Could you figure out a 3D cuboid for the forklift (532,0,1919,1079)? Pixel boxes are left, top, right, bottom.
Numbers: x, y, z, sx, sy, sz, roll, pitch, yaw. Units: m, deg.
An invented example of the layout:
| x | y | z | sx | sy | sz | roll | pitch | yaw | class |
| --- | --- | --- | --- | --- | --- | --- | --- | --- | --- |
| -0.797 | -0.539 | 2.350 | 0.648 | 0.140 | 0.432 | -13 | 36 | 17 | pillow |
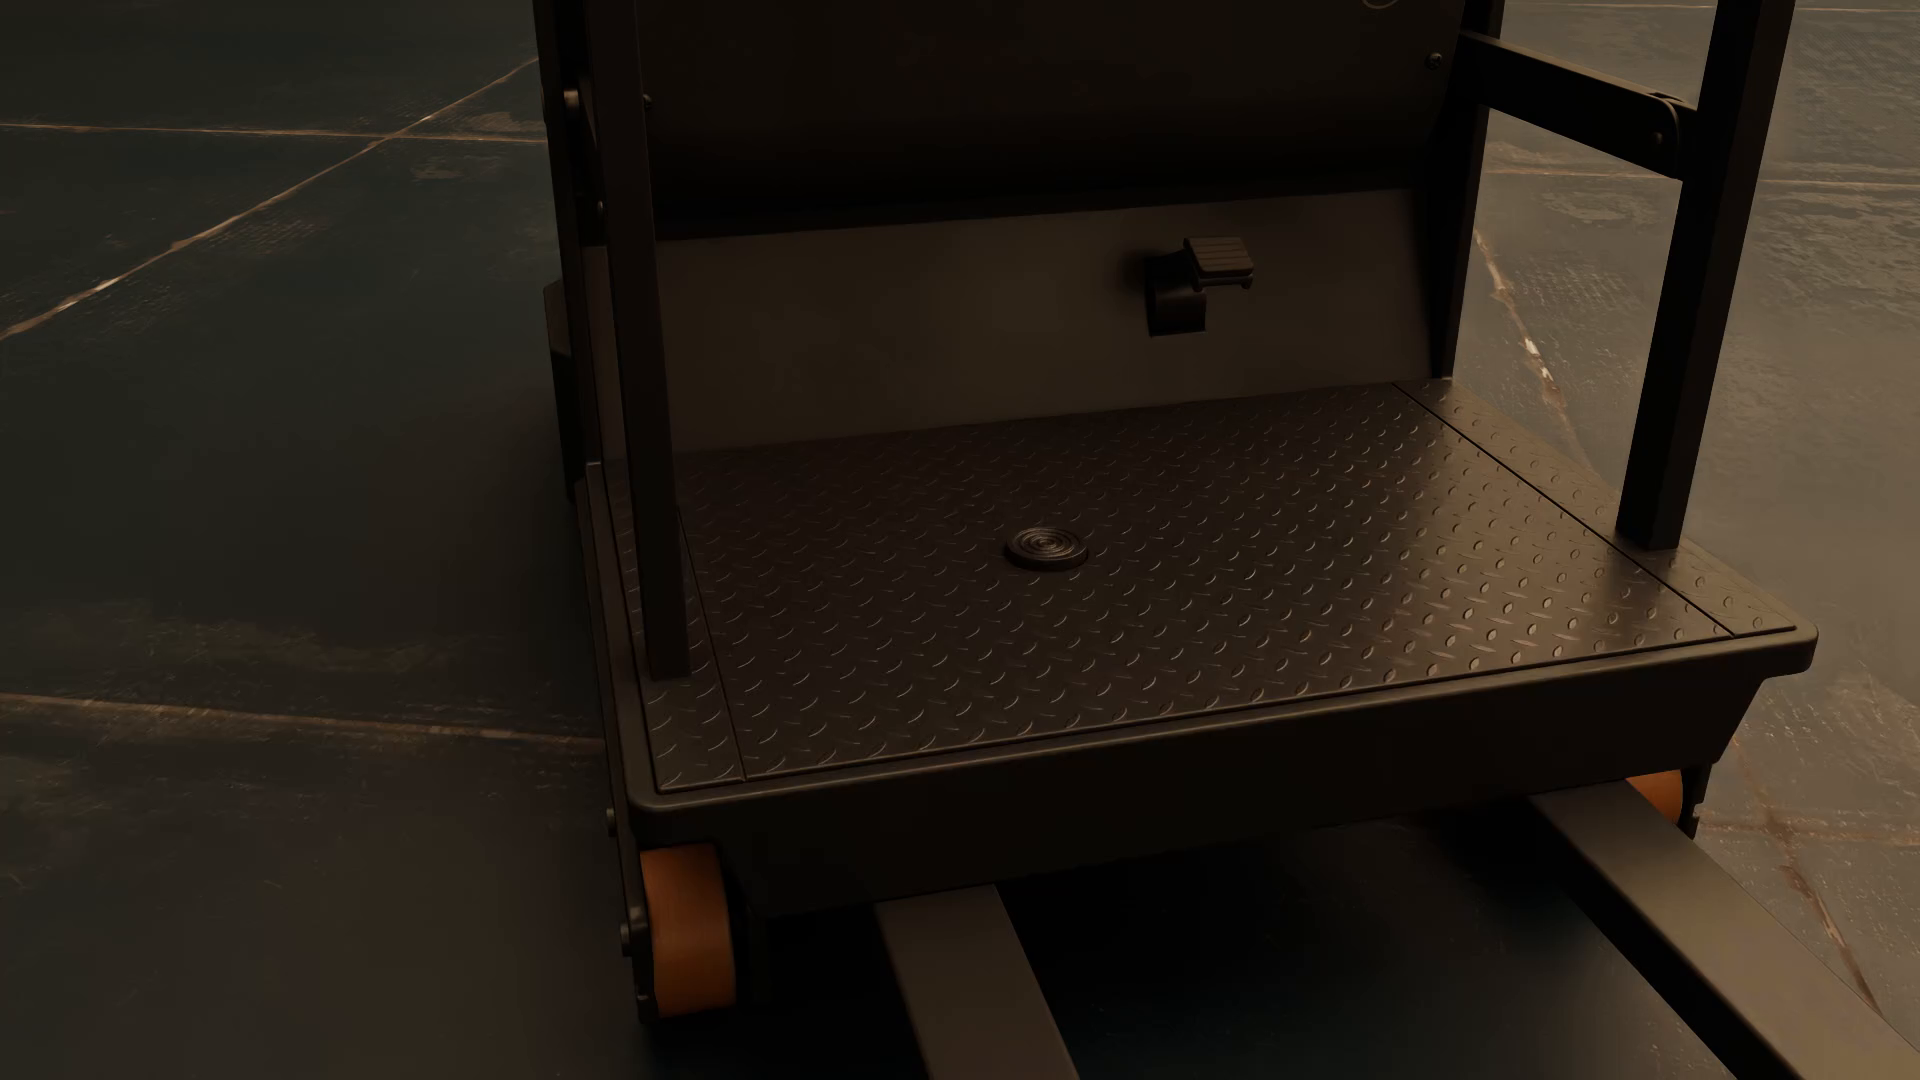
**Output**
| x | y | z | sx | sy | sz | roll | pitch | yaw | class |
| --- | --- | --- | --- | --- | --- | --- | --- | --- | --- |
| 0.153 | -1.049 | 1.319 | 1.130 | 2.935 | 3.031 | -7 | 27 | -13 | forklift |
